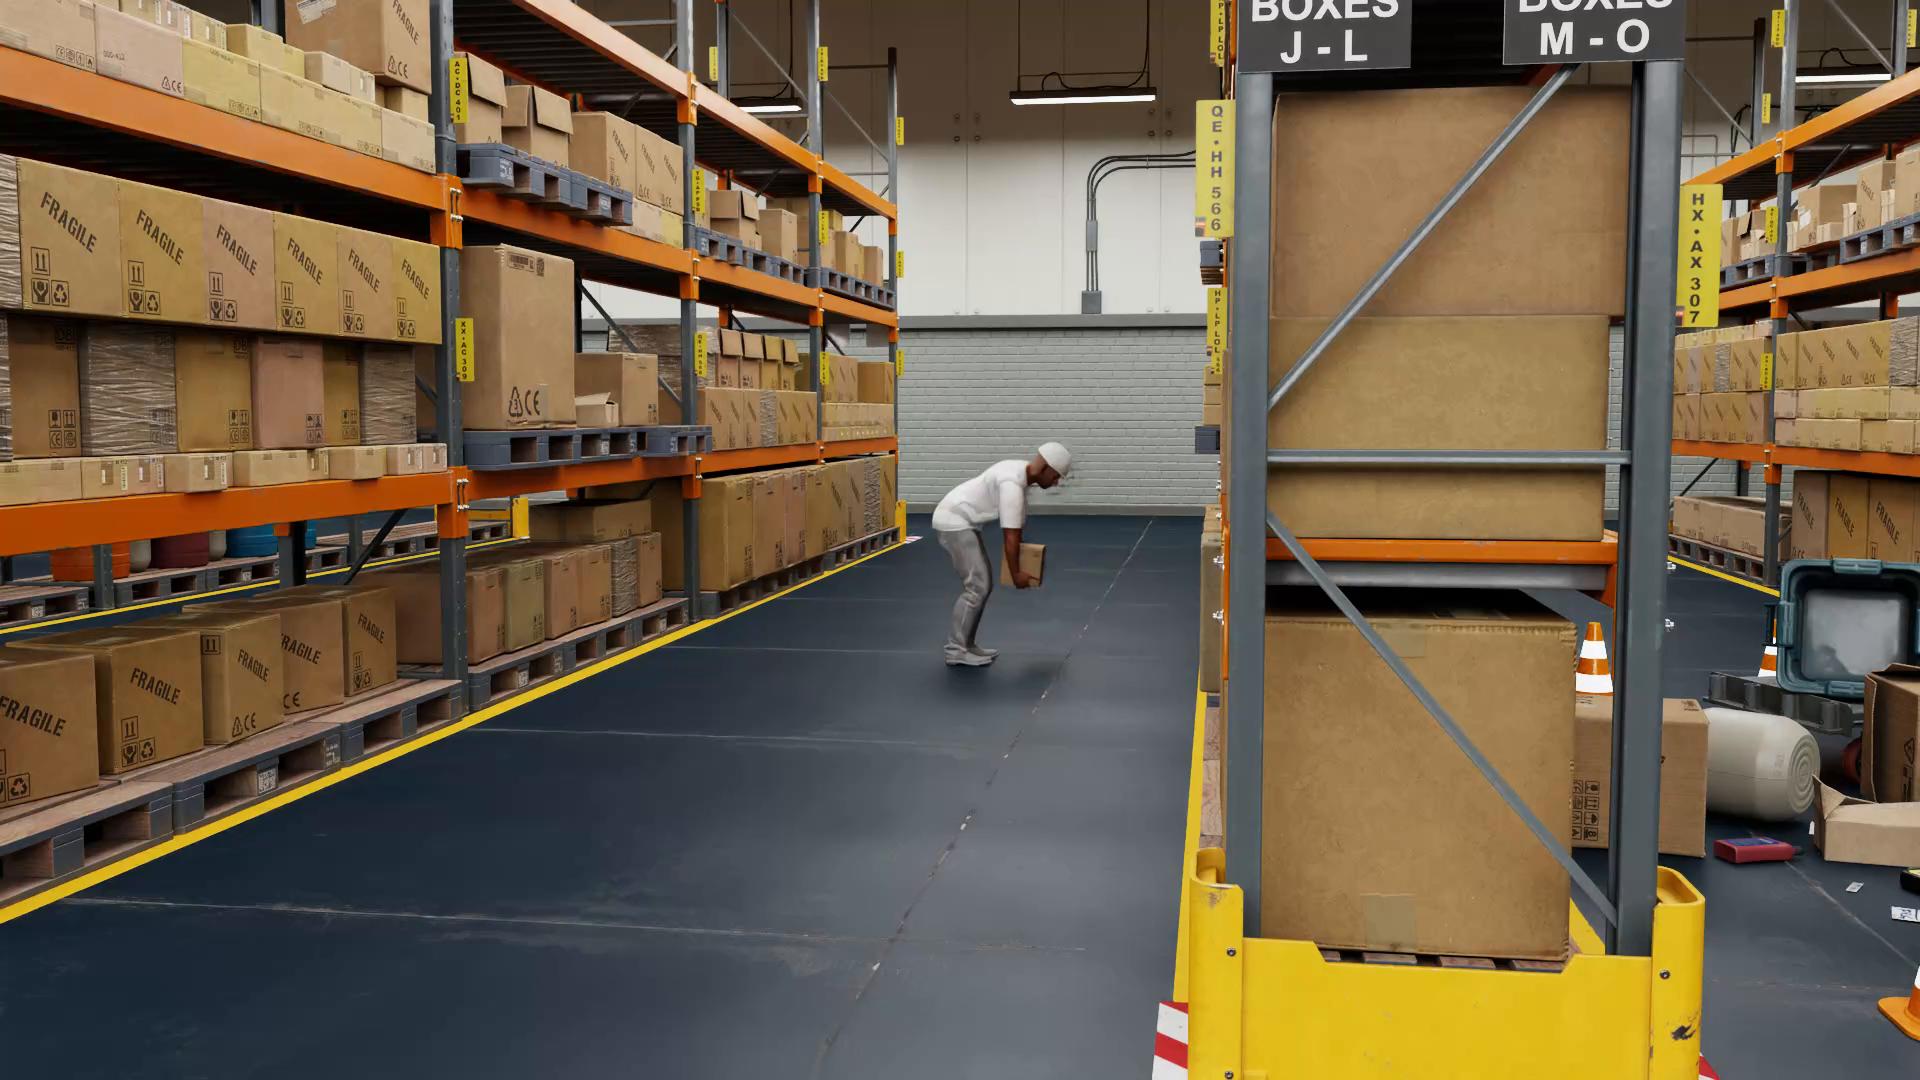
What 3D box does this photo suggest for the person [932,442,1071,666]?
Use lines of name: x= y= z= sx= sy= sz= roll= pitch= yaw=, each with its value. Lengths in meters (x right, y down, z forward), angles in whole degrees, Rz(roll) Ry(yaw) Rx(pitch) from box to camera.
person: x=0.268 y=0.081 z=10.671 sx=0.886 sy=1.420 sz=0.475 roll=1 pitch=4 yaw=7
